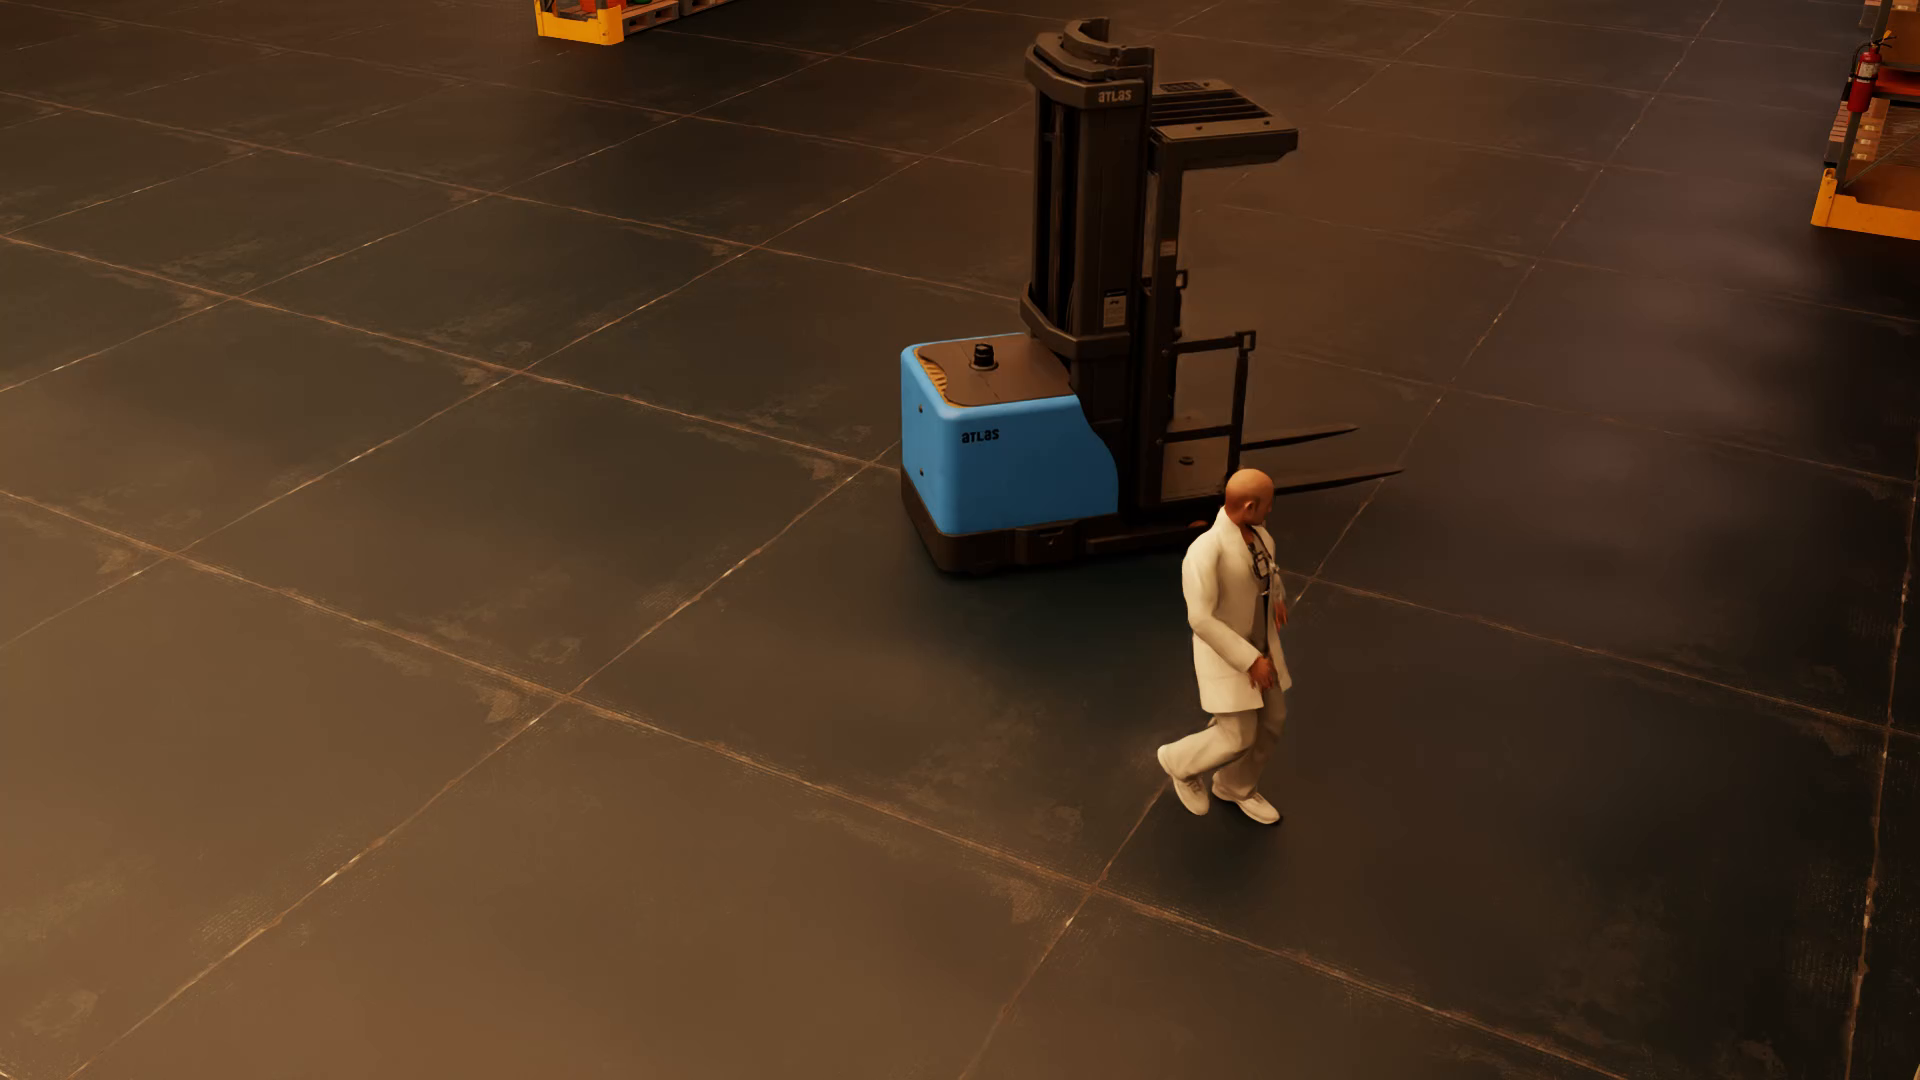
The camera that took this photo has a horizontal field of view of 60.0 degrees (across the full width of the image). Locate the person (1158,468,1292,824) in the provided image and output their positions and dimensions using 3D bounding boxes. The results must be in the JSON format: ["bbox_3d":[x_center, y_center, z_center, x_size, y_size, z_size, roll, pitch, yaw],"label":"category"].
[{"bbox_3d":[1.280,0.473,7.457,0.804,1.736,0.568,-24,38,-36],"label":"person"}]

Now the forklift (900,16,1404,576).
[{"bbox_3d":[1.210,-1.466,9.611,3.031,2.935,1.130,-8,31,-14],"label":"forklift"}]
